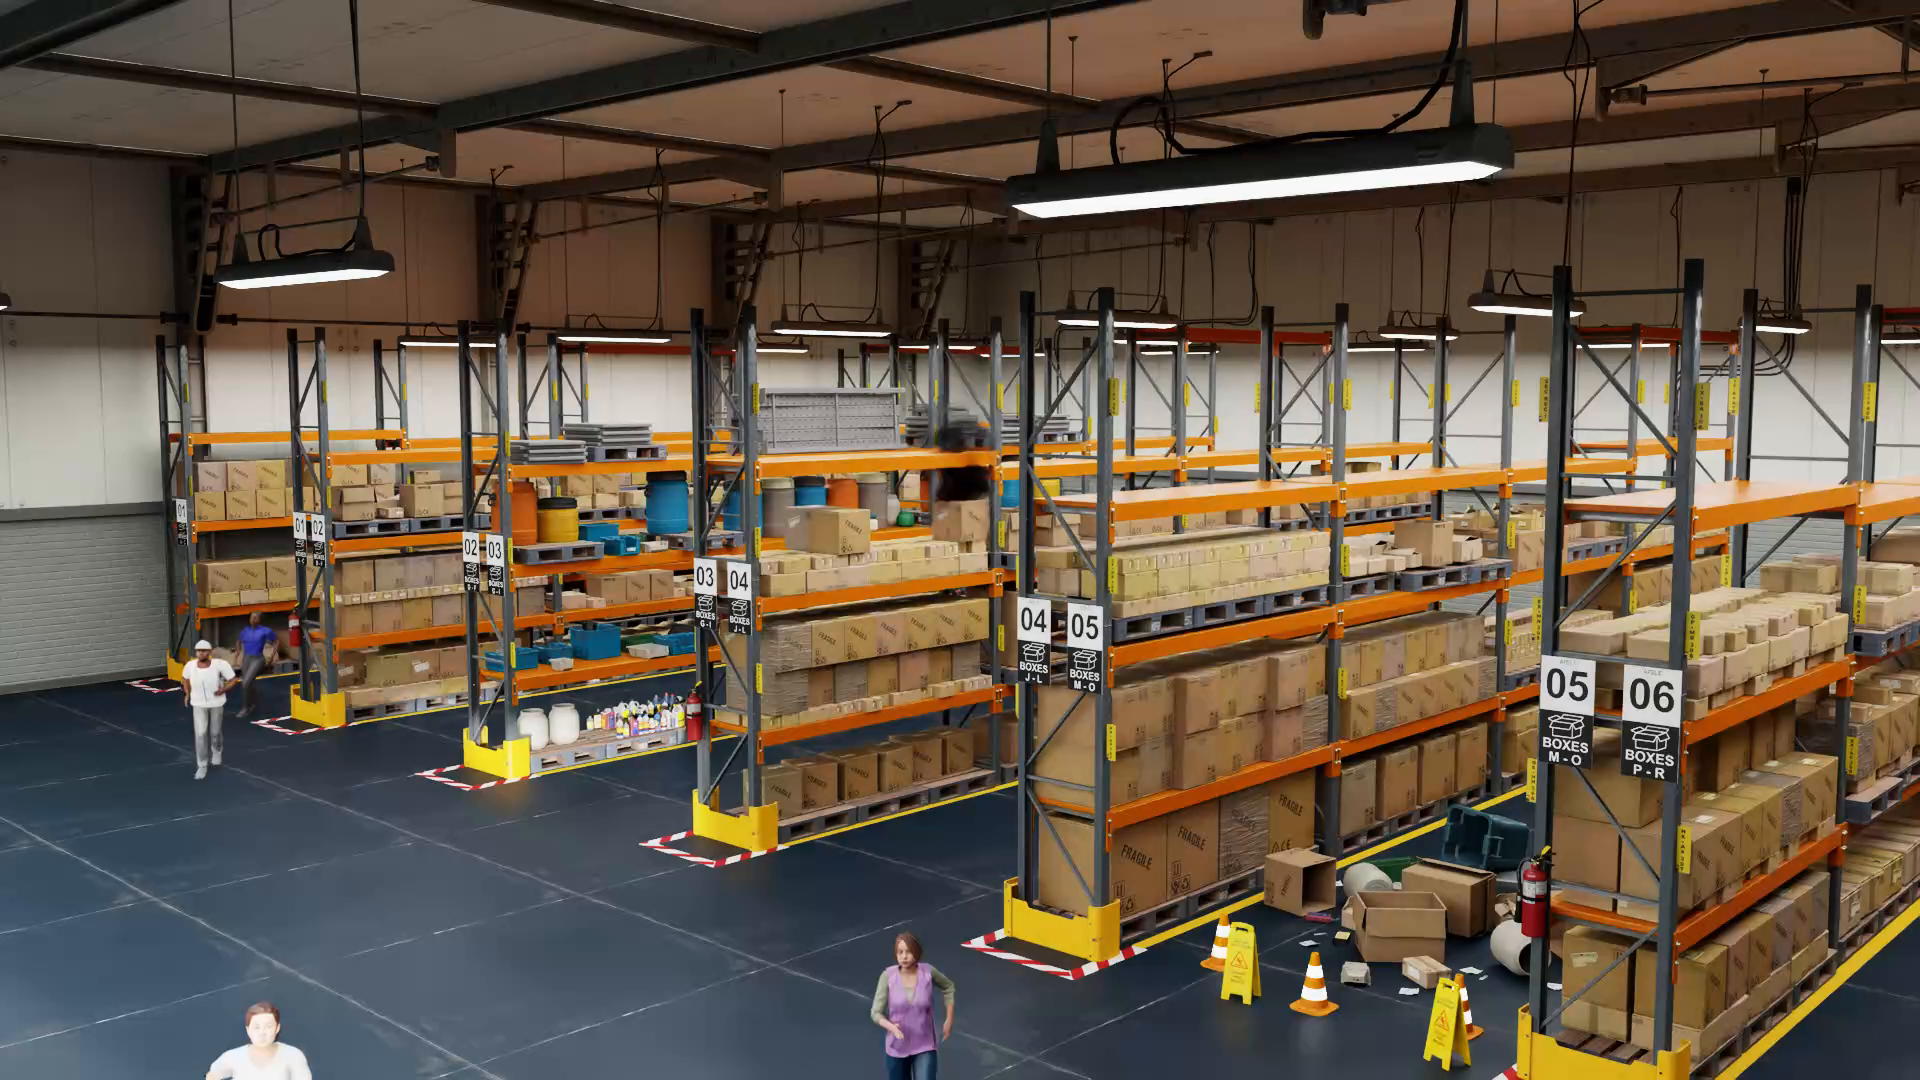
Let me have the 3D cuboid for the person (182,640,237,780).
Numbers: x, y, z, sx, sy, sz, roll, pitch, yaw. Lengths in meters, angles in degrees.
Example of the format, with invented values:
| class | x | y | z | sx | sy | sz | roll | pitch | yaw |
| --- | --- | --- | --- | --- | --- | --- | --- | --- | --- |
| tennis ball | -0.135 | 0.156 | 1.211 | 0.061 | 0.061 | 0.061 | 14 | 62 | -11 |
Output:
| class | x | y | z | sx | sy | sz | roll | pitch | yaw |
| --- | --- | --- | --- | --- | --- | --- | --- | --- | --- |
| person | -9.957 | 2.204 | 22.088 | 0.691 | 1.801 | 0.853 | -2 | 6 | -17 |

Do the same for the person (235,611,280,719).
| class | x | y | z | sx | sy | sz | roll | pitch | yaw |
| --- | --- | --- | --- | --- | --- | --- | --- | --- | --- |
| person | -10.997 | 1.936 | 25.951 | 0.660 | 1.664 | 0.688 | 1 | 6 | 14 |

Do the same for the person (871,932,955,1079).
| class | x | y | z | sx | sy | sz | roll | pitch | yaw |
| --- | --- | --- | --- | --- | --- | --- | --- | --- | --- |
| person | -0.311 | 3.362 | 10.914 | 0.541 | 1.620 | 0.733 | 0 | 5 | 3 |

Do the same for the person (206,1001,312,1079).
| class | x | y | z | sx | sy | sz | roll | pitch | yaw |
| --- | --- | --- | --- | --- | --- | --- | --- | --- | --- |
| person | -3.944 | 3.450 | 9.408 | 0.546 | 1.704 | 0.677 | -3 | 6 | -26 |
